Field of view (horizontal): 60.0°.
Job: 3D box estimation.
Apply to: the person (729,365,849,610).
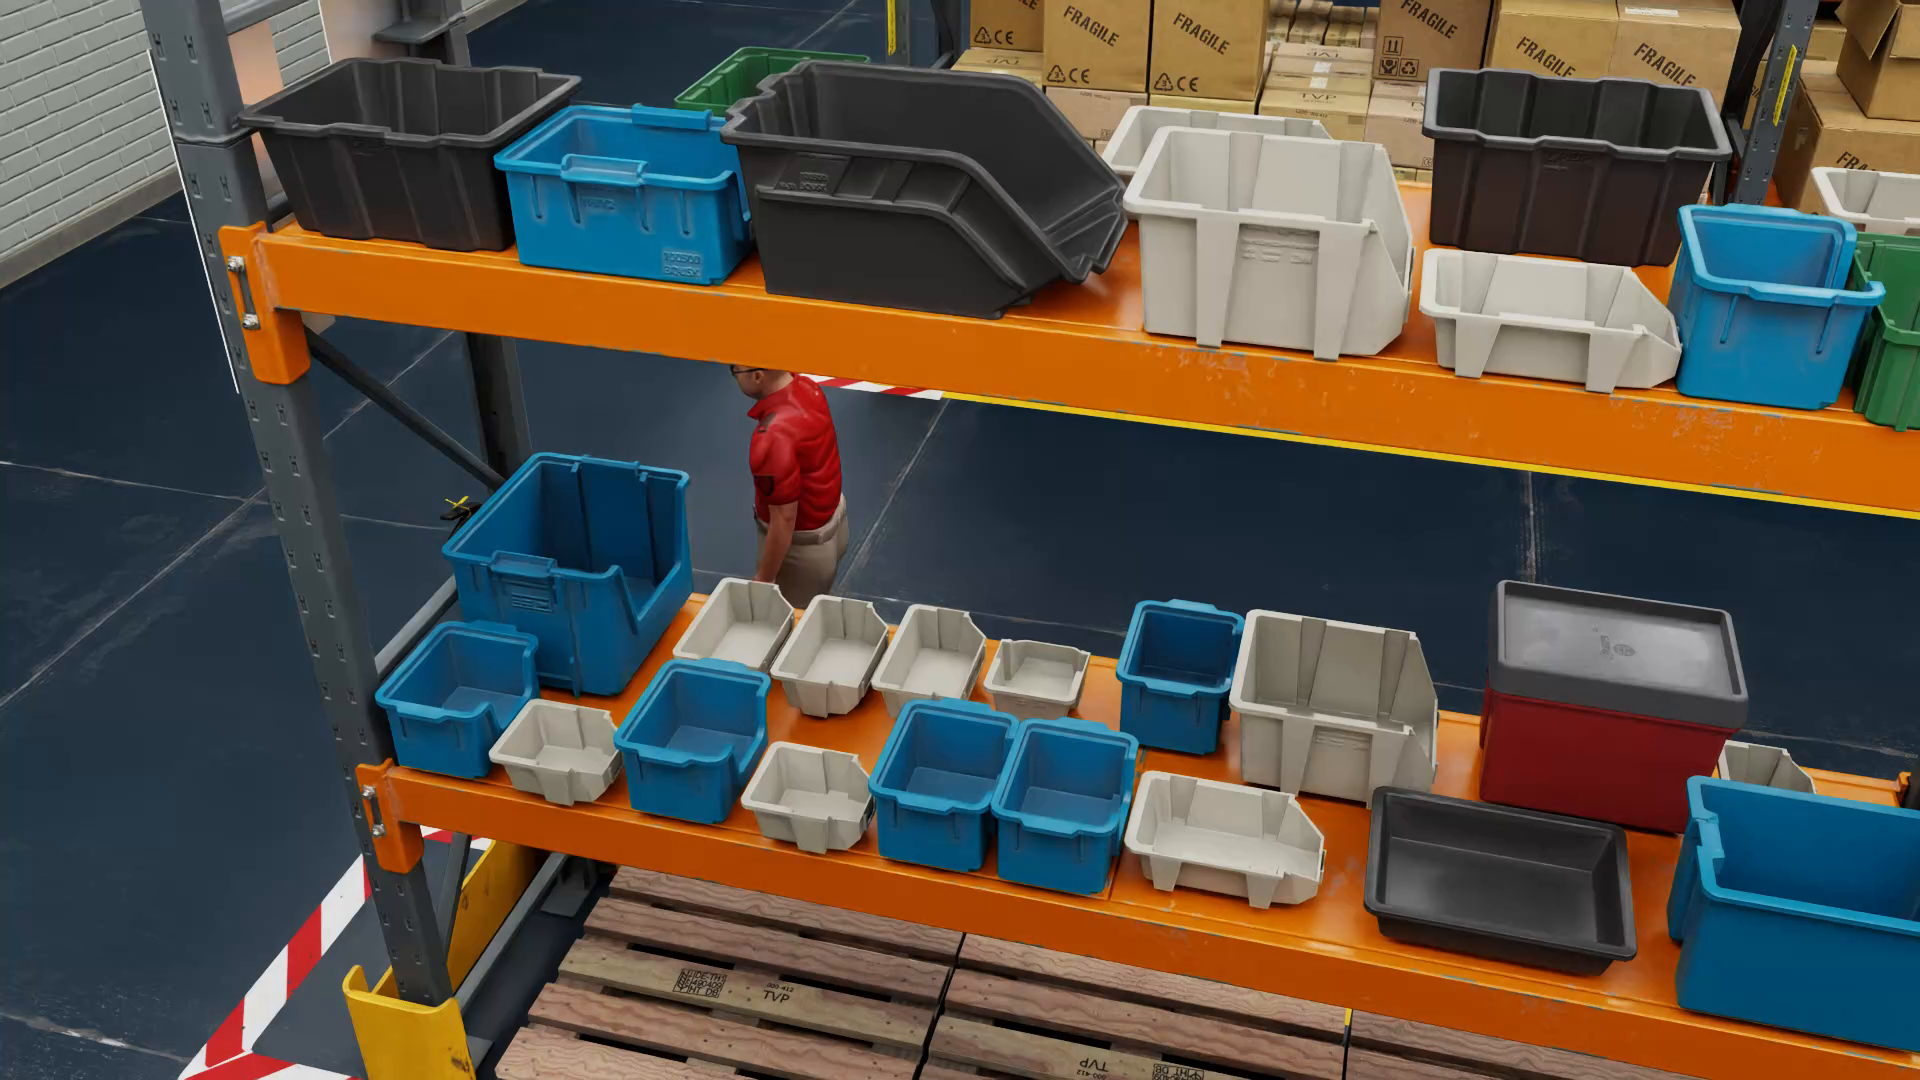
[{"bbox_3d":[-0.624,0.009,6.137,0.391,1.726,0.582,7,33,11],"label":"person"}]
